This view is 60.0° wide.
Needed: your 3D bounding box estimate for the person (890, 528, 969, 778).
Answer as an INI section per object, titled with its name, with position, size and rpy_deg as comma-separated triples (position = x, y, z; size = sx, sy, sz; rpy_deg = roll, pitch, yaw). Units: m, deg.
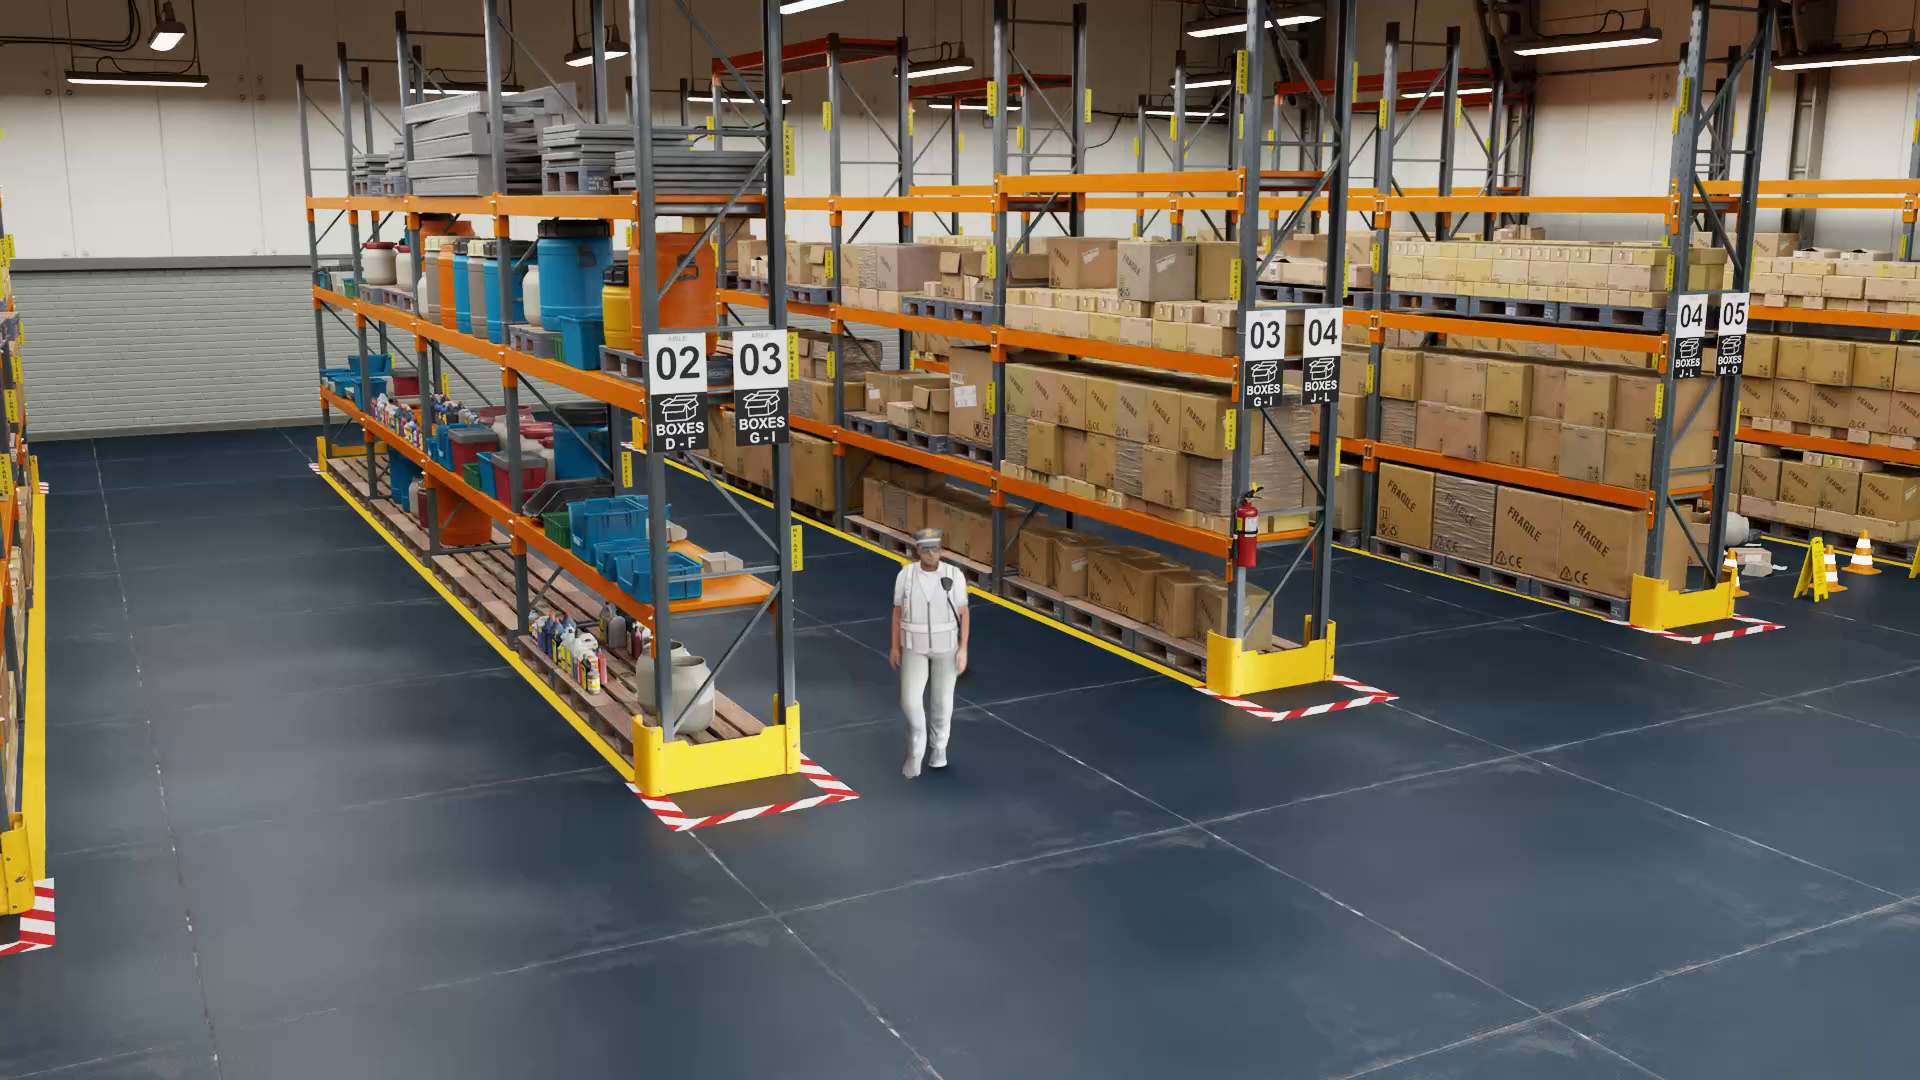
[person]
position = -0.218, 0.822, 11.952
size = 0.576, 1.839, 0.489
rpy_deg = -1, 12, -3
